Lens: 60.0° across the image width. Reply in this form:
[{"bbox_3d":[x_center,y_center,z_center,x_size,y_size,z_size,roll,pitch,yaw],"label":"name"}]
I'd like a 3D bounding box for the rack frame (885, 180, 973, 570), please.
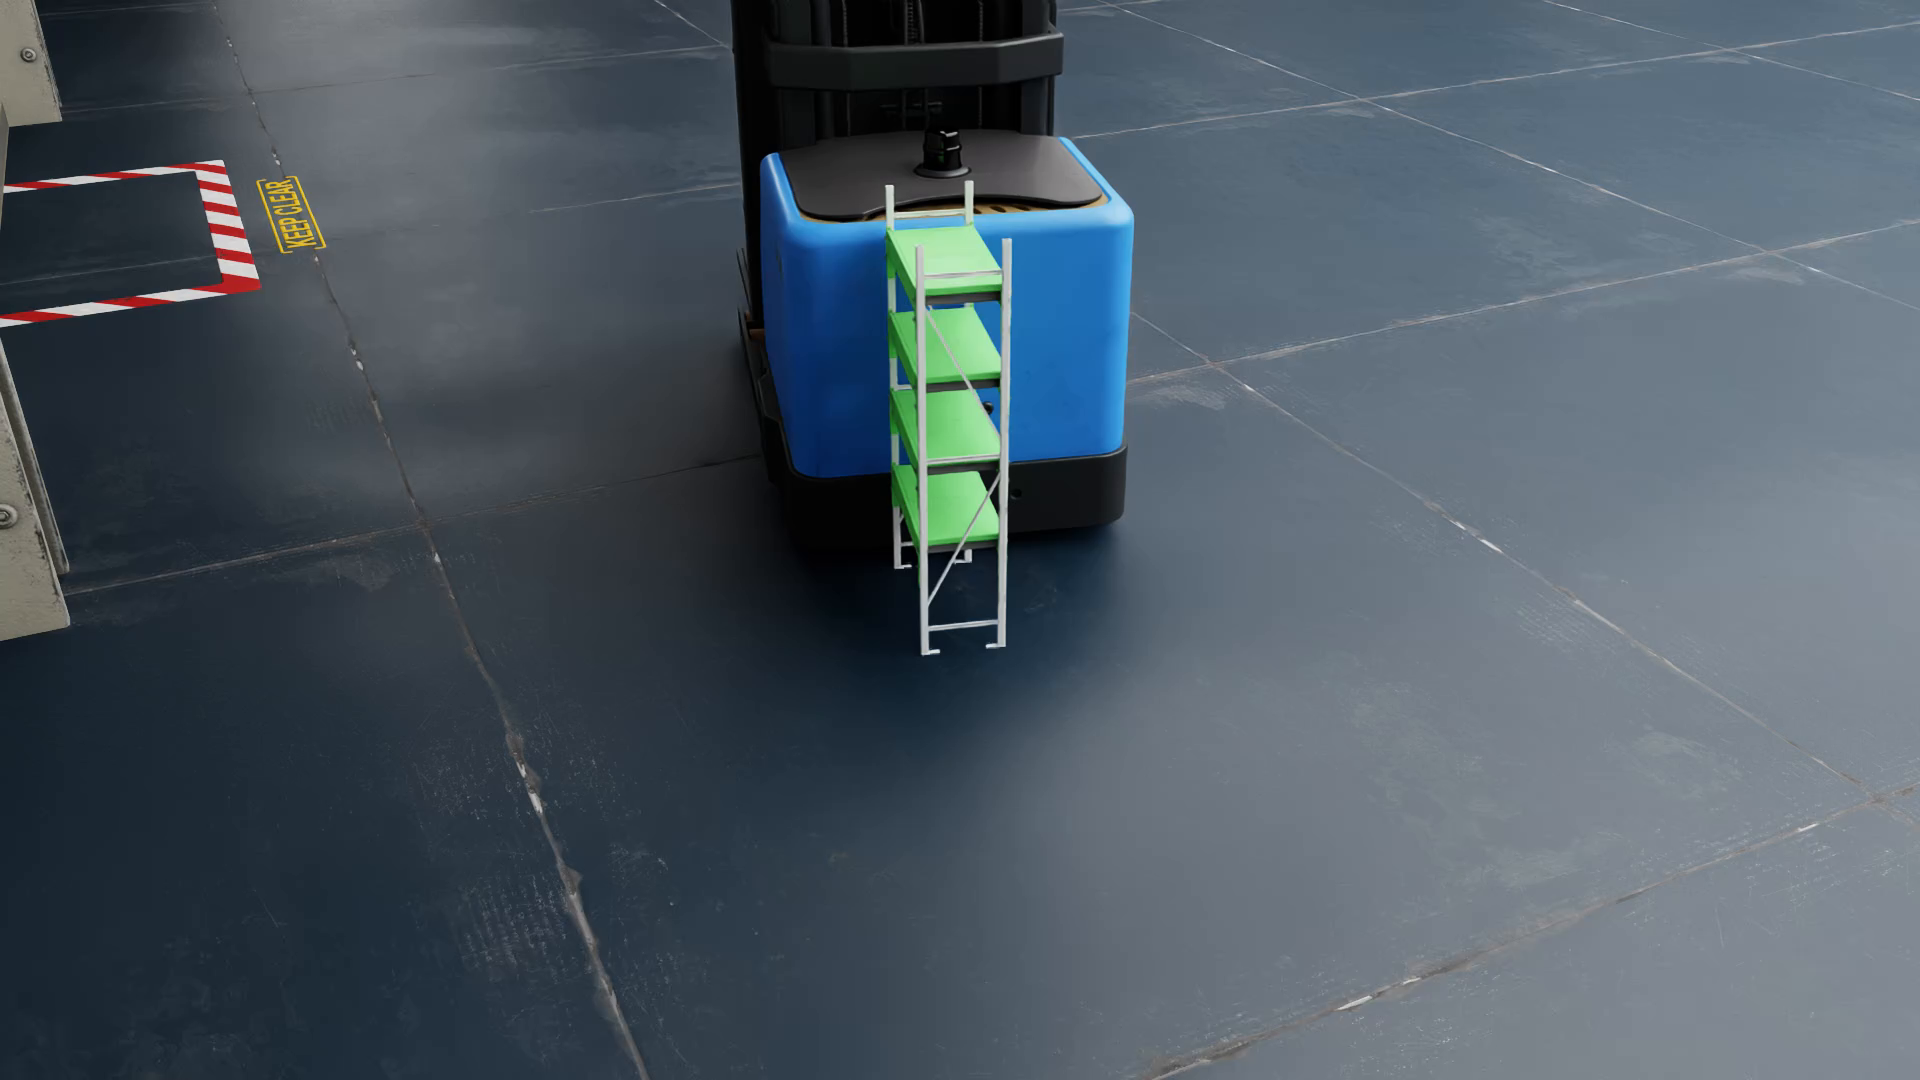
[{"bbox_3d":[-0.084,-0.446,4.819,0.240,1.200,0.015,-5,30,-9],"label":"rack frame"}]

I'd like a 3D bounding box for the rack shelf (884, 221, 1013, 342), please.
[{"bbox_3d":[-0.038,-0.692,4.407,0.258,0.148,0.480,-5,30,-9],"label":"rack shelf"}]

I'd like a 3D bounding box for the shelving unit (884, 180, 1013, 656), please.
[{"bbox_3d":[-0.038,-0.329,4.610,0.258,1.200,0.503,-5,30,-9],"label":"shelving unit"}]

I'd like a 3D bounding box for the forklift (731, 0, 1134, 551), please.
[{"bbox_3d":[-0.264,-1.950,5.730,1.130,2.935,3.031,-5,30,-9],"label":"forklift"}]

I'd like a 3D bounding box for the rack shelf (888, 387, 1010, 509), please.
[{"bbox_3d":[-0.038,-0.273,4.642,0.258,0.148,0.480,-5,30,-9],"label":"rack shelf"}]

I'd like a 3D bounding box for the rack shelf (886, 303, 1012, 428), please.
[{"bbox_3d":[-0.038,-0.483,4.524,0.258,0.148,0.480,-5,30,-9],"label":"rack shelf"}]

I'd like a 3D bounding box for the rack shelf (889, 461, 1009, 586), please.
[{"bbox_3d":[-0.038,-0.064,4.759,0.258,0.148,0.480,-5,30,-9],"label":"rack shelf"}]

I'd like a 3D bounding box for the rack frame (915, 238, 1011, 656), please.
[{"bbox_3d":[0.008,-0.212,4.401,0.240,1.200,0.015,-5,30,-9],"label":"rack frame"}]
